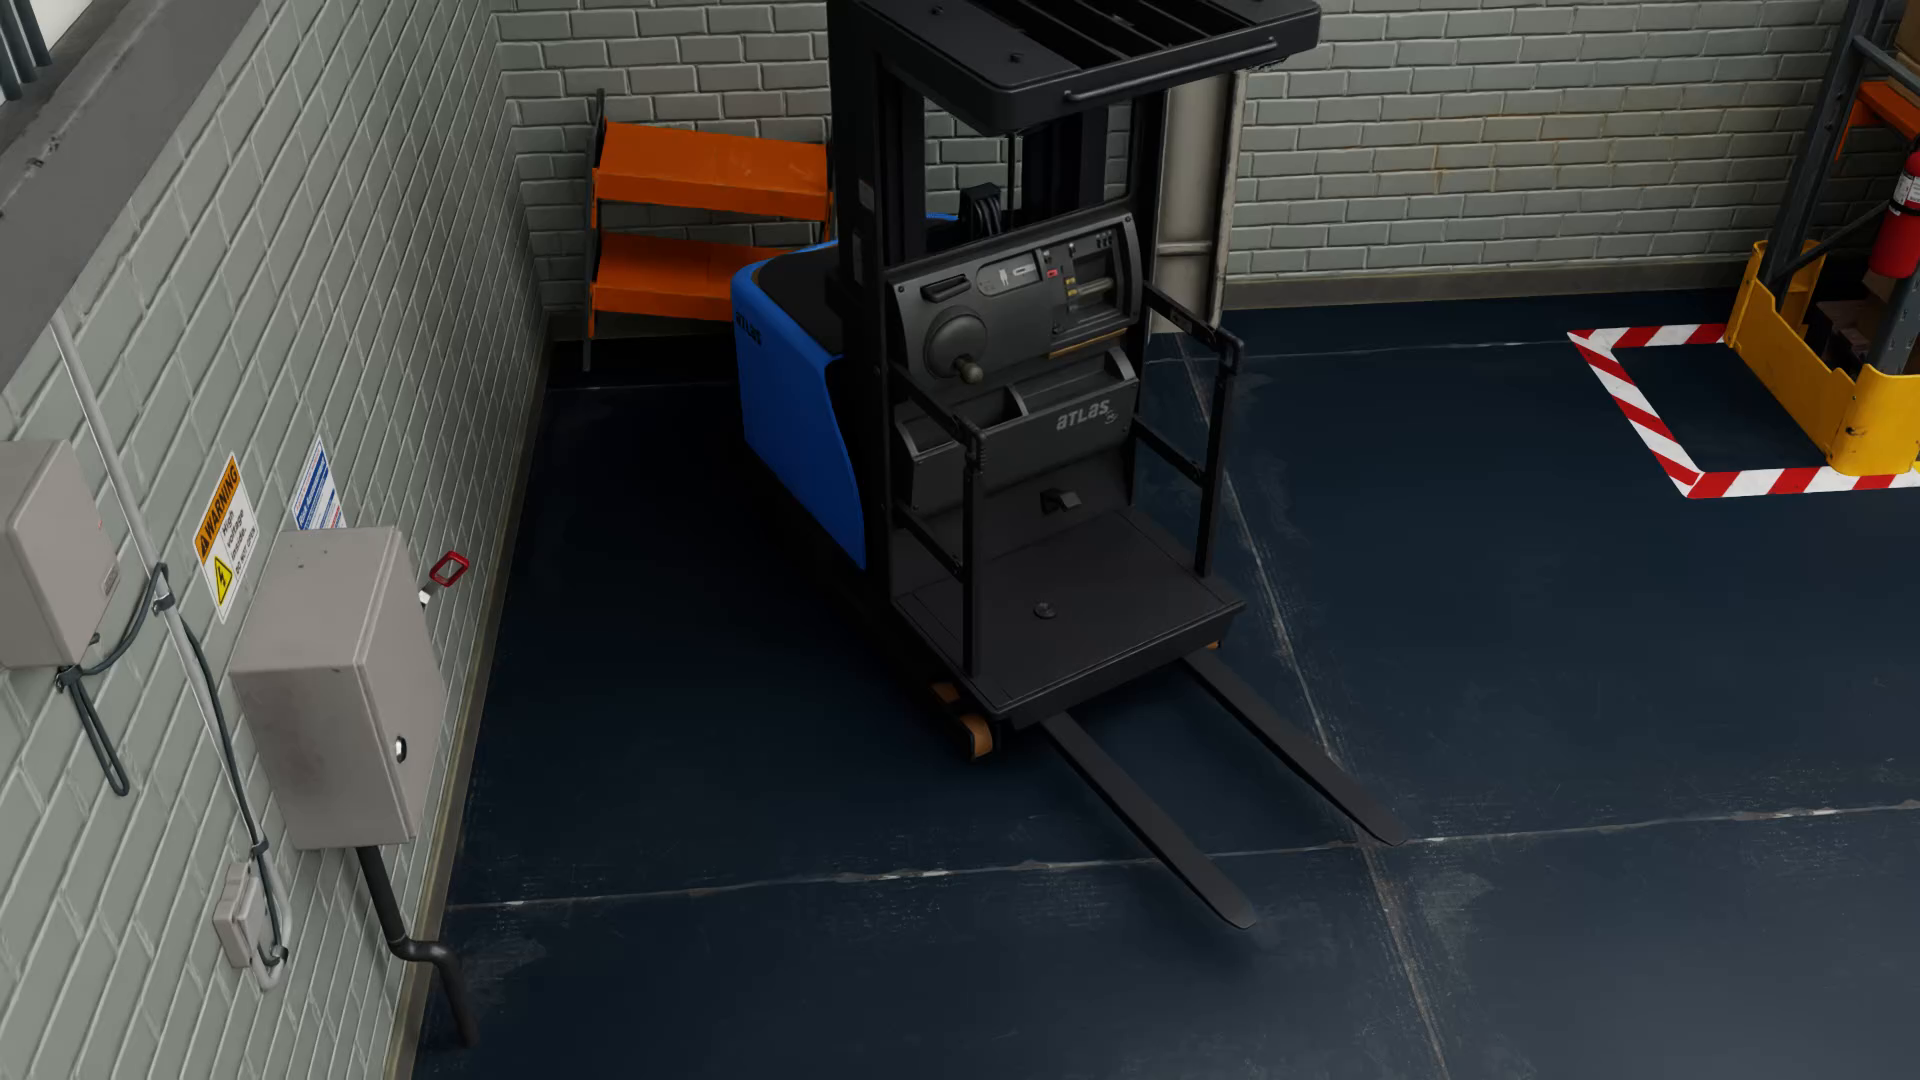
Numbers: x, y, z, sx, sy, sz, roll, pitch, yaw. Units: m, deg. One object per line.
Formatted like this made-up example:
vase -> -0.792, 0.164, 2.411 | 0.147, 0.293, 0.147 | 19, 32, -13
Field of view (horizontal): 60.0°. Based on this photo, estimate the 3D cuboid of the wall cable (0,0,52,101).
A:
wall cable -> -1.674, -2.818, 3.026 | 0.133, 3.039, 2.988 | -3, 38, -4

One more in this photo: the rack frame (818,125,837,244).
rack frame -> -0.610, -1.281, 7.468 | 0.032, 1.125, 0.500 | 4, 37, -9

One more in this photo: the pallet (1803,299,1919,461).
pallet -> 4.666, -0.765, 7.549 | 1.213, 0.211, 1.003 | -3, 38, -4

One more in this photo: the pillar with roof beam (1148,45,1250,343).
pillar with roof beam -> 1.412, -1.918, 1.916 | 0.400, 9.000, 9.100 | -3, 38, -4

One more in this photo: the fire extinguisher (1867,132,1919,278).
fire extinguisher -> 3.691, -1.341, 6.392 | 0.183, 0.674, 0.296 | -3, 38, -4

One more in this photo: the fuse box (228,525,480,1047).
fuse box -> -1.416, 0.777, 4.384 | 0.414, 1.711, 0.539 | -3, 38, -4

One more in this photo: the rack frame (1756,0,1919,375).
rack frame -> 3.796, -1.811, 6.624 | 0.127, 3.000, 1.000 | -3, 38, -4

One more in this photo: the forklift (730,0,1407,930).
forklift -> 0.316, -0.724, 5.302 | 1.130, 2.935, 3.031 | -21, 43, -25

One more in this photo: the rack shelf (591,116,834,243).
rack shelf -> -1.066, -1.546, 7.211 | 1.000, 0.278, 0.538 | 4, 37, -9

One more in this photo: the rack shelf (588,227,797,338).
rack shelf -> -1.148, -1.124, 7.533 | 1.000, 0.278, 0.538 | 4, 37, -9

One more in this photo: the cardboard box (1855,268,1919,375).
cardboard box -> 4.414, -0.971, 7.235 | 0.637, 0.503, 0.797 | -5, 39, -6

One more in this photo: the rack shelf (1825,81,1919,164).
rack shelf -> 5.788, -1.638, 6.986 | 4.000, 0.370, 1.077 | -3, 38, -4

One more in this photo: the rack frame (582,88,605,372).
rack frame -> -1.611, -1.351, 7.305 | 0.032, 1.125, 0.500 | 4, 37, -9

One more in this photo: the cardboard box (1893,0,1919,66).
cardboard box -> 4.231, -2.058, 6.818 | 0.500, 0.250, 0.500 | -2, 38, -3

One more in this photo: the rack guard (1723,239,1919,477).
rack guard -> 3.872, -0.834, 7.403 | 0.348, 0.500, 1.175 | -3, 38, -4

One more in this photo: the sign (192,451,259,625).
sign -> -1.617, -0.008, 3.672 | 0.001, 0.242, 0.339 | -3, 38, -4

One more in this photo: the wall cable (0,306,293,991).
wall cable -> -1.512, 0.302, 3.126 | 0.122, 1.984, 0.588 | -3, 38, -4

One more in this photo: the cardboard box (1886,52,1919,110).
cardboard box -> 4.103, -1.896, 6.935 | 0.250, 0.149, 0.380 | -4, 38, -4

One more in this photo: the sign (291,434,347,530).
sign -> -1.666, 0.015, 4.386 | 0.001, 0.494, 0.329 | -3, 38, -4

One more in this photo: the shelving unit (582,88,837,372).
shelving unit -> -1.110, -1.316, 7.386 | 1.048, 1.125, 0.538 | 4, 37, -9
